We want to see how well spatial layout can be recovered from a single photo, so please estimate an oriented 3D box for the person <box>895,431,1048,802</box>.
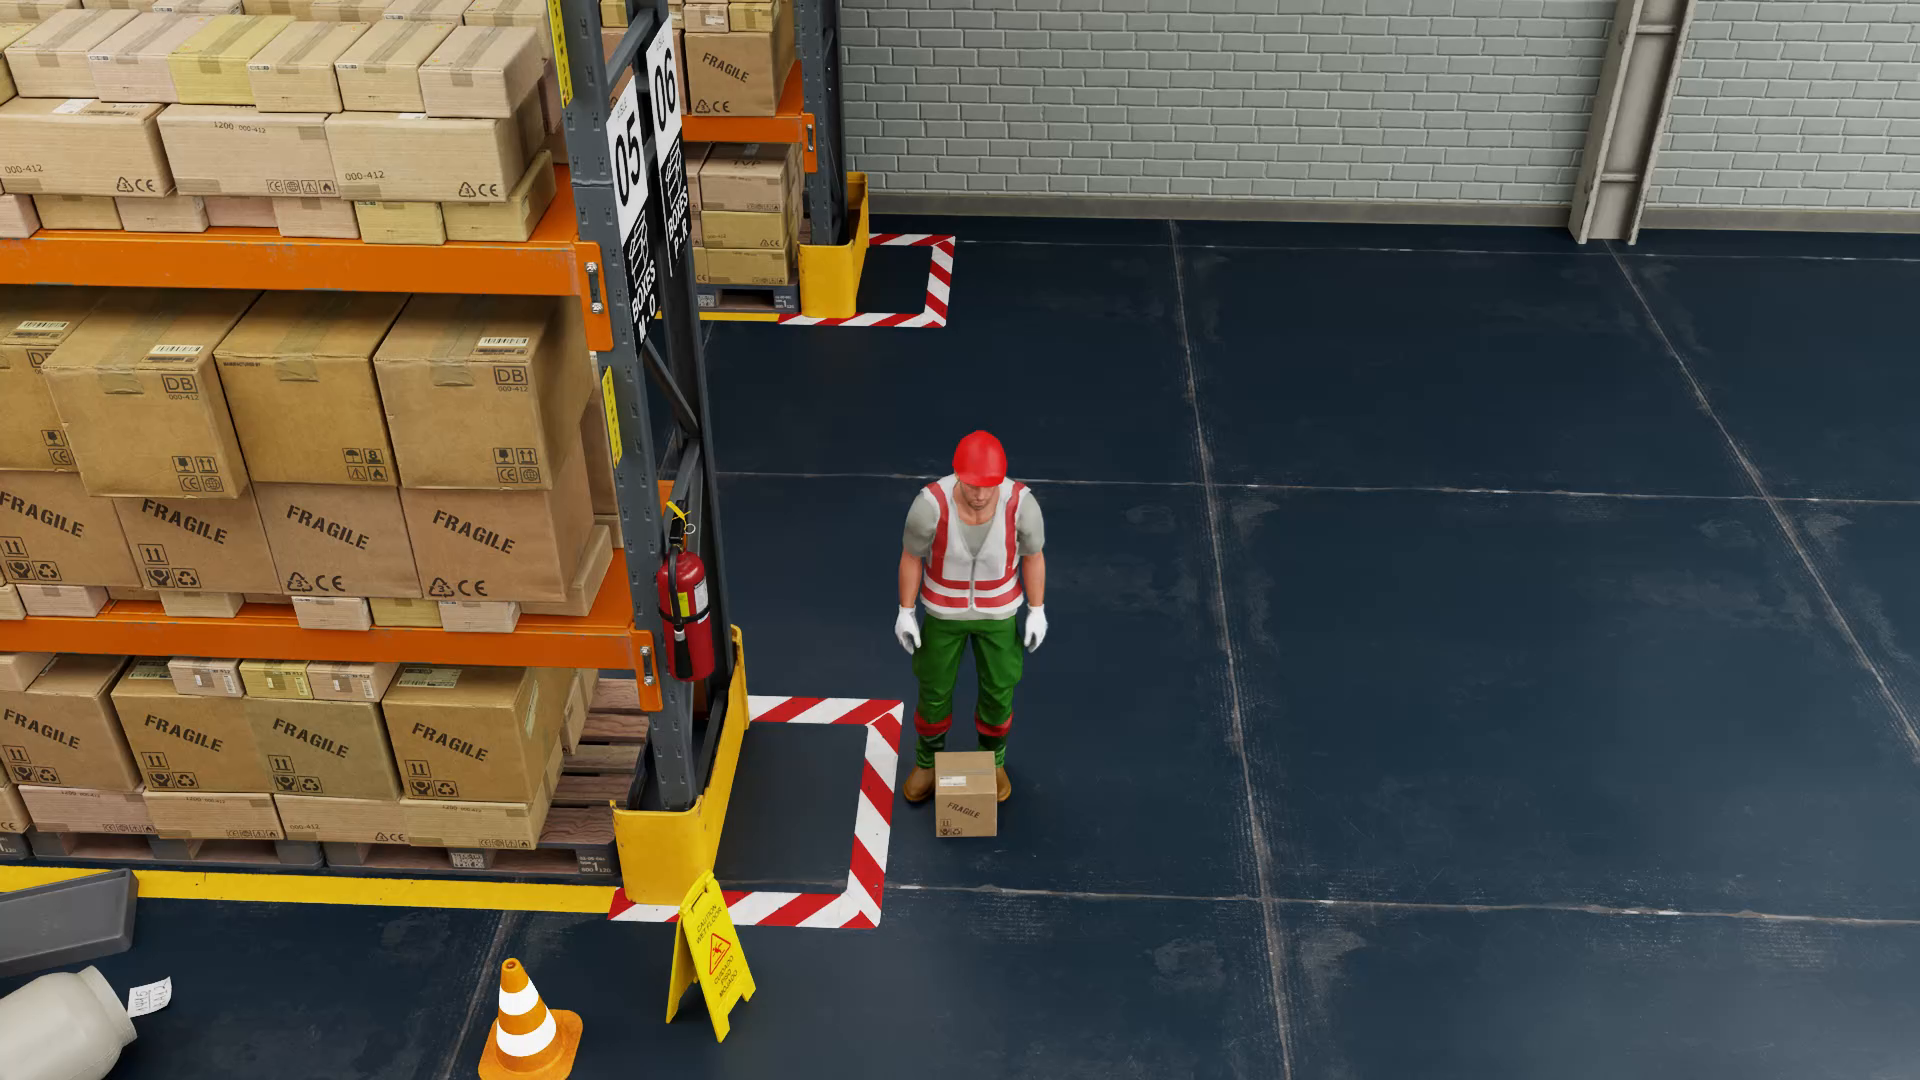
[{"bbox_3d":[0.047,0.307,6.673,0.617,1.778,0.453,-1,35,-1],"label":"person"}]
